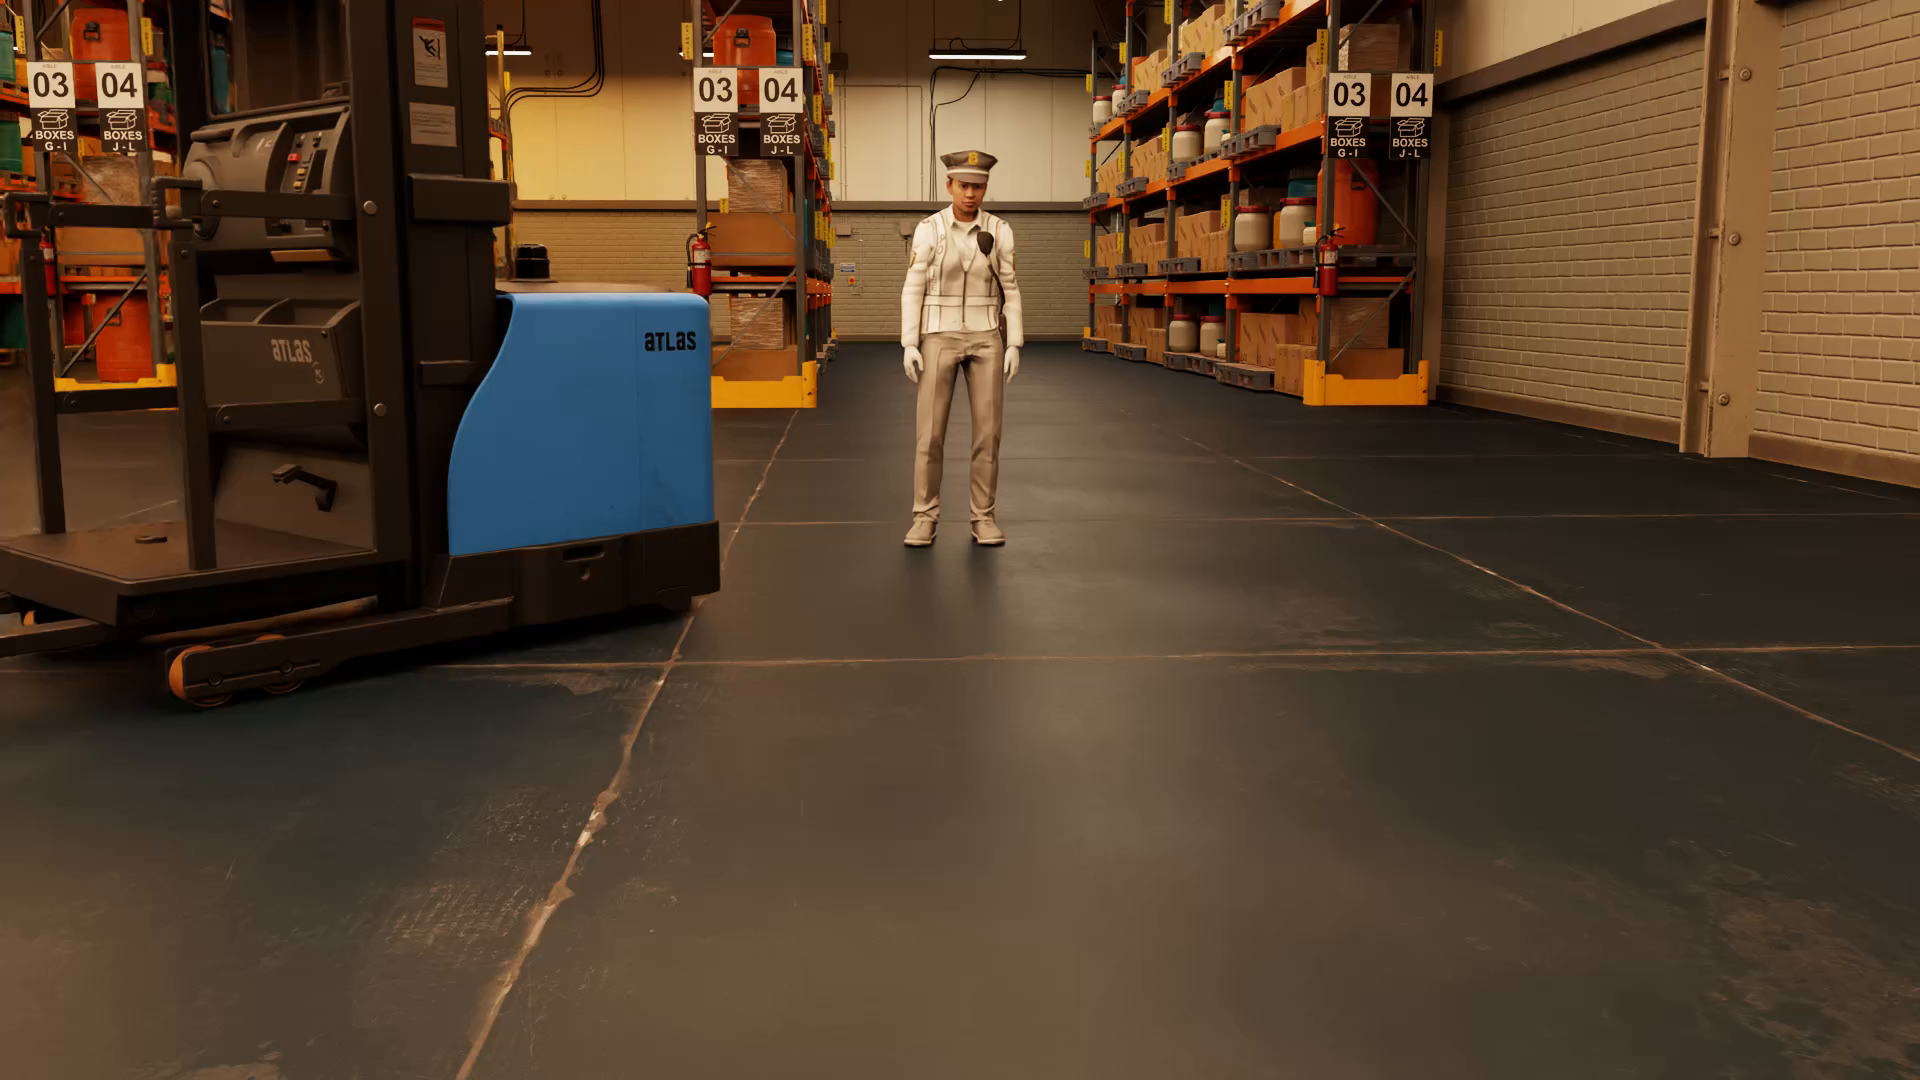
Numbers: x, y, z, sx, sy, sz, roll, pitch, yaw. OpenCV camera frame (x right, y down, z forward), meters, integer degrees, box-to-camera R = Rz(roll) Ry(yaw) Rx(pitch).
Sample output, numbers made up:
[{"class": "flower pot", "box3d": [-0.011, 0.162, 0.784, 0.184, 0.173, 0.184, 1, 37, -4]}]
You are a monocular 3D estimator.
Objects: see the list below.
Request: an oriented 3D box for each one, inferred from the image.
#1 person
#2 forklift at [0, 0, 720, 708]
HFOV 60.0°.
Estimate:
[{"class": "person", "box3d": [0.012, -0.817, 7.160, 0.529, 1.663, 0.372, -1, 8, -5]}, {"class": "forklift", "box3d": [-2.170, -1.093, 4.694, 1.130, 2.935, 3.031, 7, 11, 41]}]
